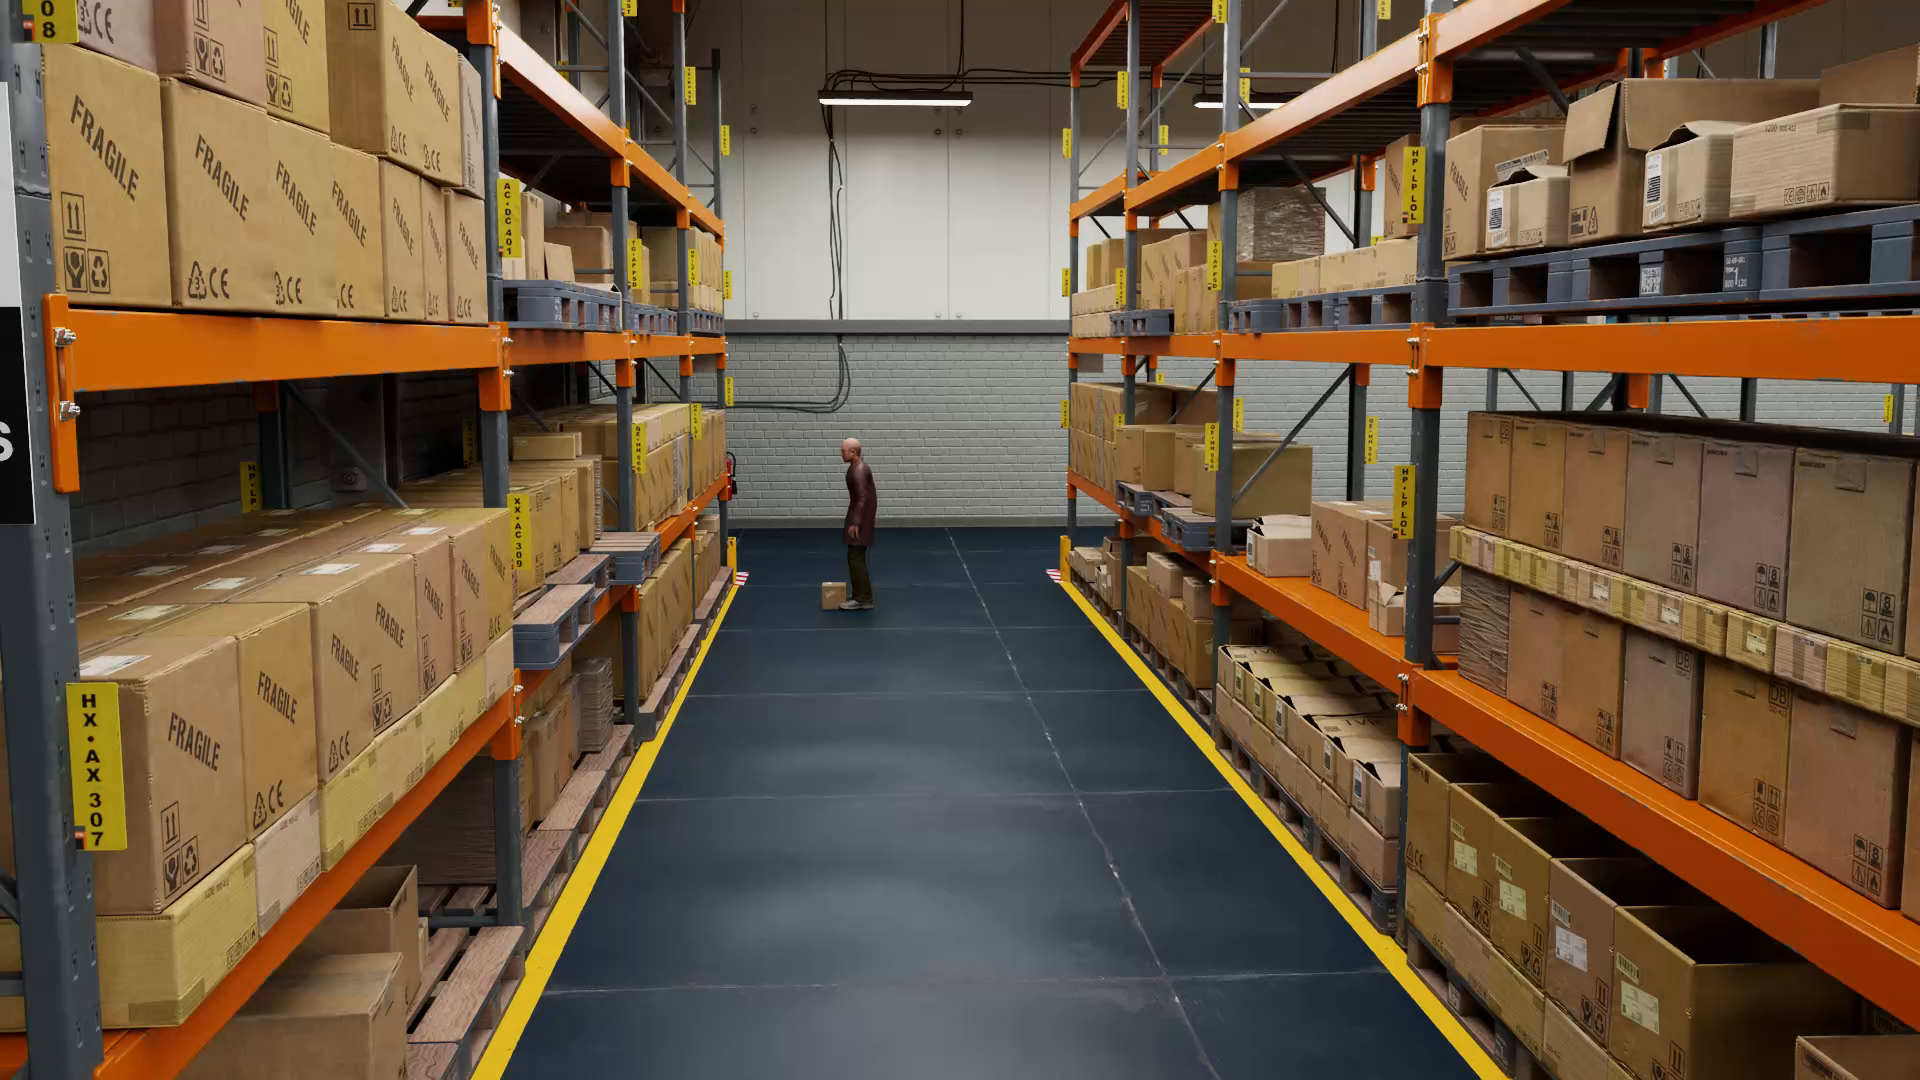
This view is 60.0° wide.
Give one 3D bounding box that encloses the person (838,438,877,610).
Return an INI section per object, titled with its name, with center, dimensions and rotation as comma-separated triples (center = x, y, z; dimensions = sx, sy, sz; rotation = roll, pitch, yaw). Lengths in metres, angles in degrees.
[person]
center = -1.070, -0.177, 17.303
dimensions = 0.419, 1.774, 0.646
rotation = -1, 7, -4
